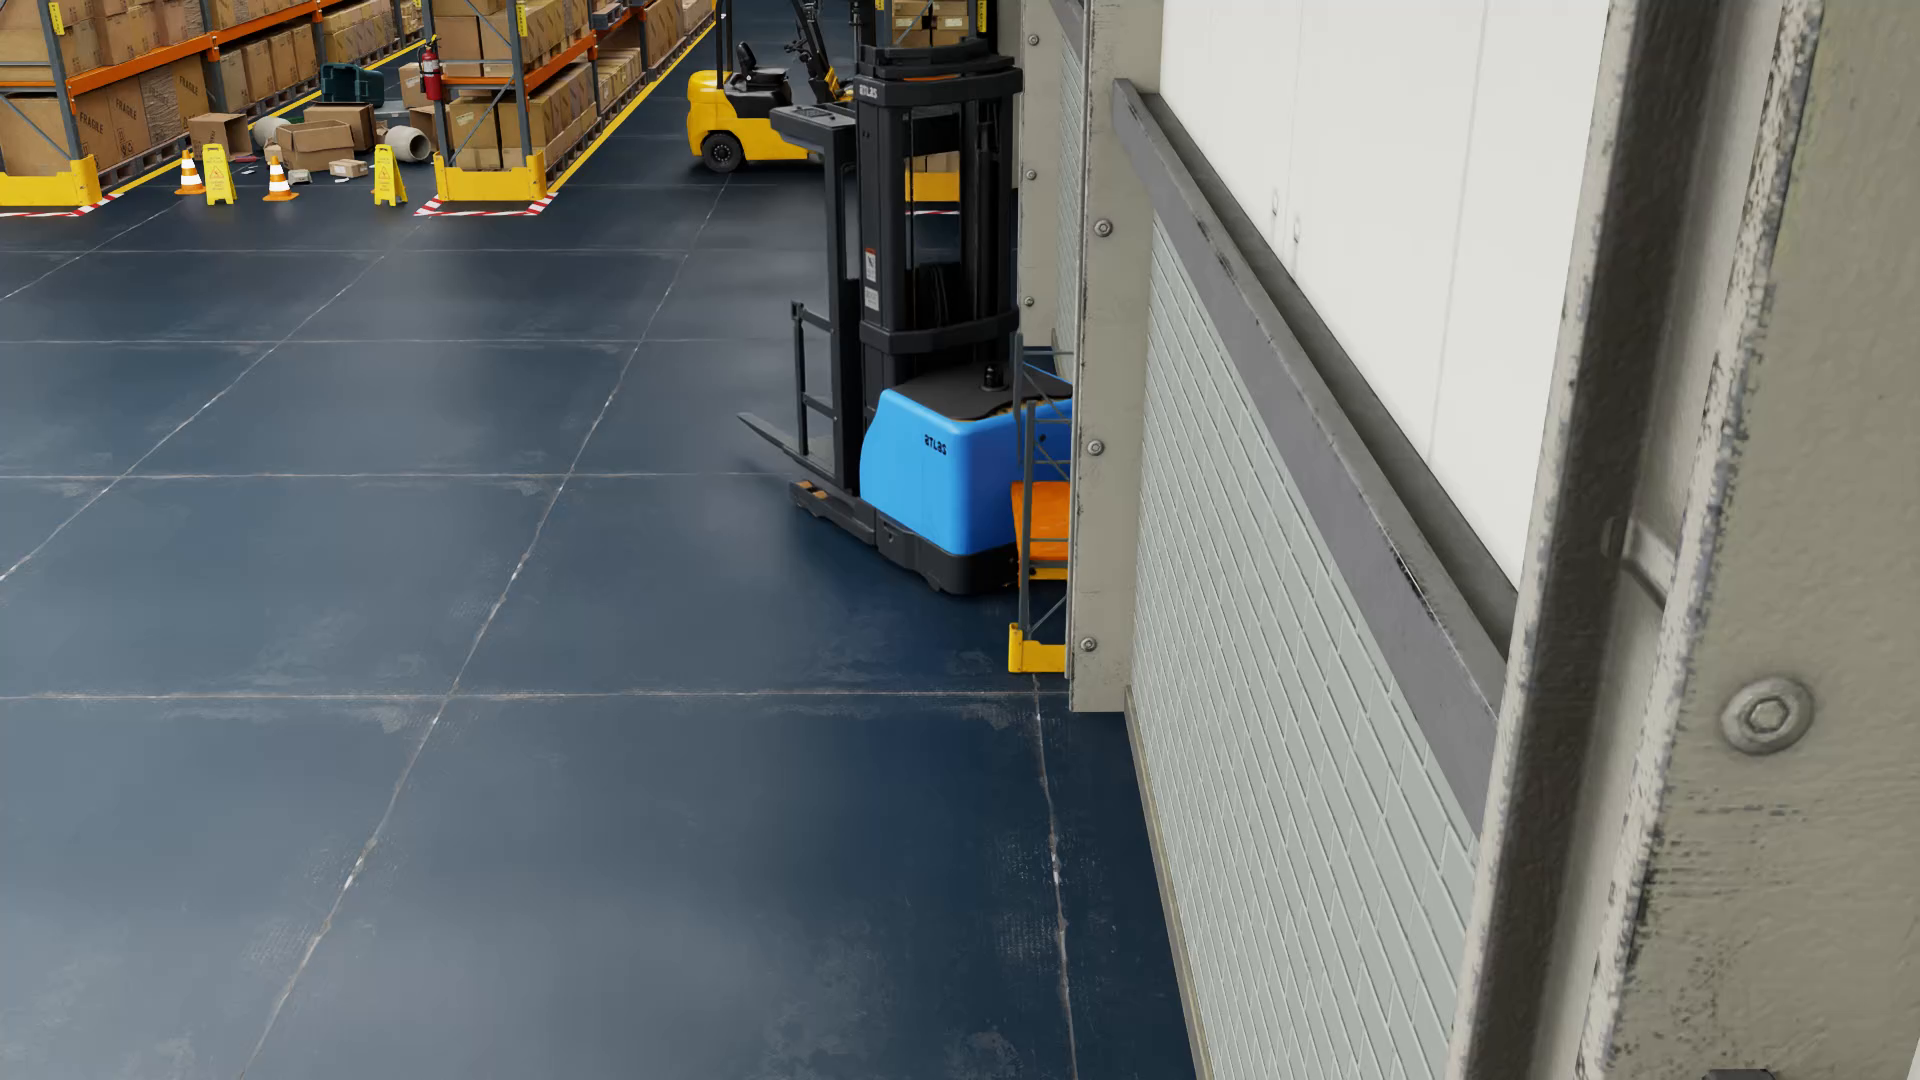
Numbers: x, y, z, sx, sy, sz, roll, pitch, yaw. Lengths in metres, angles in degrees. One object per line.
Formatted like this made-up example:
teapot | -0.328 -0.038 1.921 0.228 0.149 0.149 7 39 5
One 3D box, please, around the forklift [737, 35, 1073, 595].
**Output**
forklift | -0.437 -1.580 10.187 1.130 2.935 3.031 -16 29 -31

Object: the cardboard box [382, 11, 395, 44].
cardboard box | -10.104 -8.847 28.695 0.500 0.500 0.500 -1 24 -2

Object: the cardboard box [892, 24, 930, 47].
cardboard box | -0.589 -5.489 18.624 0.500 0.500 0.500 -1 24 -2

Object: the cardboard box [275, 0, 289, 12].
cardboard box | -10.037 -7.900 23.956 0.500 0.500 0.500 -1 24 -1

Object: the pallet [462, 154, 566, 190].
pallet | -5.259 -4.313 19.531 1.003 0.211 1.213 0 24 -1

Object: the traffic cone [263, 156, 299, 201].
traffic cone | -7.685 -4.088 18.727 0.336 0.463 0.334 0 24 -1

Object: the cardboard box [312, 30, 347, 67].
cardboard box | -10.073 -7.795 26.369 0.500 0.500 0.500 -1 24 -3

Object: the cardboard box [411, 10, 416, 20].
cardboard box | -10.179 -9.593 30.409 0.380 0.149 0.250 -1 24 -3

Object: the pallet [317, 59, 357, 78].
pallet | -10.327 -7.502 26.580 1.003 0.211 1.213 0 24 -1

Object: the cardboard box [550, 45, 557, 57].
cardboard box | -5.049 -5.886 19.930 0.380 0.149 0.250 -1 24 -2

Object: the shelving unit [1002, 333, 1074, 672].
shelving unit | 0.549 -0.218 8.854 0.587 1.500 1.083 0 25 -2

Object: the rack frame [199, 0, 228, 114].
rack frame | -10.276 -6.802 21.649 1.000 3.000 0.127 0 24 -1

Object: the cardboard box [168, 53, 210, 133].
cardboard box | -10.340 -5.766 21.427 0.875 0.875 0.875 0 24 0

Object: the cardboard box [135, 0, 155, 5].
cardboard box | -10.316 -6.761 20.066 0.875 0.550 0.550 0 24 -1

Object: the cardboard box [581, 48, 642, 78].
cardboard box | -5.375 -7.275 25.375 0.950 0.372 0.625 -2 24 -4

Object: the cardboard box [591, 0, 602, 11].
cardboard box | -5.018 -7.172 22.263 0.380 0.149 0.250 0 24 0

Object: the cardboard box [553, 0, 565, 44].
cardboard box | -5.041 -6.228 19.898 0.500 0.500 0.500 -1 24 -2

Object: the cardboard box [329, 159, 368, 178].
cardboard box | -7.318 -4.449 19.907 0.380 0.149 0.250 13 27 27

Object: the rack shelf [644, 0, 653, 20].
rack shelf | -5.393 -9.010 27.406 1.077 0.370 4.000 0 24 -1

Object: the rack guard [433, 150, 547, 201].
rack guard | -5.285 -4.110 18.731 1.175 0.500 0.348 0 24 -1

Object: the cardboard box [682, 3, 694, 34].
cardboard box | -5.315 -9.446 30.094 0.875 0.438 0.875 -1 24 -1

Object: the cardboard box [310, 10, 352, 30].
cardboard box | -10.091 -8.339 26.661 0.500 0.250 0.500 -1 24 -1

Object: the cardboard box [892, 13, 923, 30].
cardboard box | -0.605 -5.724 18.358 0.380 0.149 0.250 0 24 0

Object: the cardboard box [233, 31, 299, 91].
cardboard box | -10.391 -7.005 24.319 1.050 0.750 0.750 0 24 0

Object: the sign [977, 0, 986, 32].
sign | 0.234 -5.672 18.004 0.100 0.325 0.005 0 24 -1

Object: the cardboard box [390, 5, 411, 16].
cardboard box | -10.104 -9.519 29.884 0.380 0.149 0.250 1 24 2

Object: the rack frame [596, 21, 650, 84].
rack frame | -5.371 -8.514 25.435 1.000 3.000 0.127 0 24 -1

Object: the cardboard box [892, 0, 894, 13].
cardboard box | -0.569 -5.966 18.532 0.380 0.149 0.250 0 24 0

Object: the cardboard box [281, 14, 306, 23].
cardboard box | -10.590 -8.125 26.188 0.500 0.250 0.500 -1 24 -2

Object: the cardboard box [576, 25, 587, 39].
cardboard box | -5.010 -6.518 21.326 0.380 0.149 0.250 0 24 1

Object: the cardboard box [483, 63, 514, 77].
cardboard box | -5.081 -5.244 18.510 0.380 0.149 0.250 0 24 0

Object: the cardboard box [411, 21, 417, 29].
cardboard box | -10.104 -9.354 30.243 0.380 0.149 0.250 0 24 -1

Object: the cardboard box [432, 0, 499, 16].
cardboard box | -5.508 -6.064 18.322 0.700 0.500 0.500 -1 24 -2

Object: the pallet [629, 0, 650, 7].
pallet | -5.257 -8.134 24.826 1.213 0.211 1.003 0 24 -1

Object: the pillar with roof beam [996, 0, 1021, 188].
pillar with roof beam | -3.732 -8.247 17.563 9.100 9.000 0.400 0 24 -1

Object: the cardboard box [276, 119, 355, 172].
cardboard box | -7.835 -4.793 20.236 0.797 0.503 0.637 -19 31 -36

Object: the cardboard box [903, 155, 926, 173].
cardboard box | -0.642 -4.372 19.104 0.500 0.250 0.500 0 24 0

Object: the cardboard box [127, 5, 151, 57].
cardboard box | -10.238 -6.051 19.807 0.875 0.550 0.500 0 24 -1

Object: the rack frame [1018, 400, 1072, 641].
rack frame | 0.561 0.005 8.387 0.500 1.500 0.032 0 25 -2

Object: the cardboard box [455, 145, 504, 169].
cardboard box | -5.562 -4.498 19.382 0.500 0.250 0.500 0 24 -1

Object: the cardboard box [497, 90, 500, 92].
cardboard box | -5.624 -5.377 19.628 0.380 0.149 0.250 0 24 0

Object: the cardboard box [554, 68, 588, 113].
cardboard box | -5.046 -5.694 21.117 0.500 0.500 0.500 0 24 0

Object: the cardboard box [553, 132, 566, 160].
cardboard box | -5.015 -4.700 19.829 0.500 0.250 0.500 1 24 1

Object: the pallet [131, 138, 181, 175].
pallet | -10.330 -4.714 20.416 1.003 0.211 1.213 0 24 -1

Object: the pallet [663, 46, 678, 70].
pallet | -5.315 -8.070 27.838 1.003 0.211 1.213 0 24 -1
